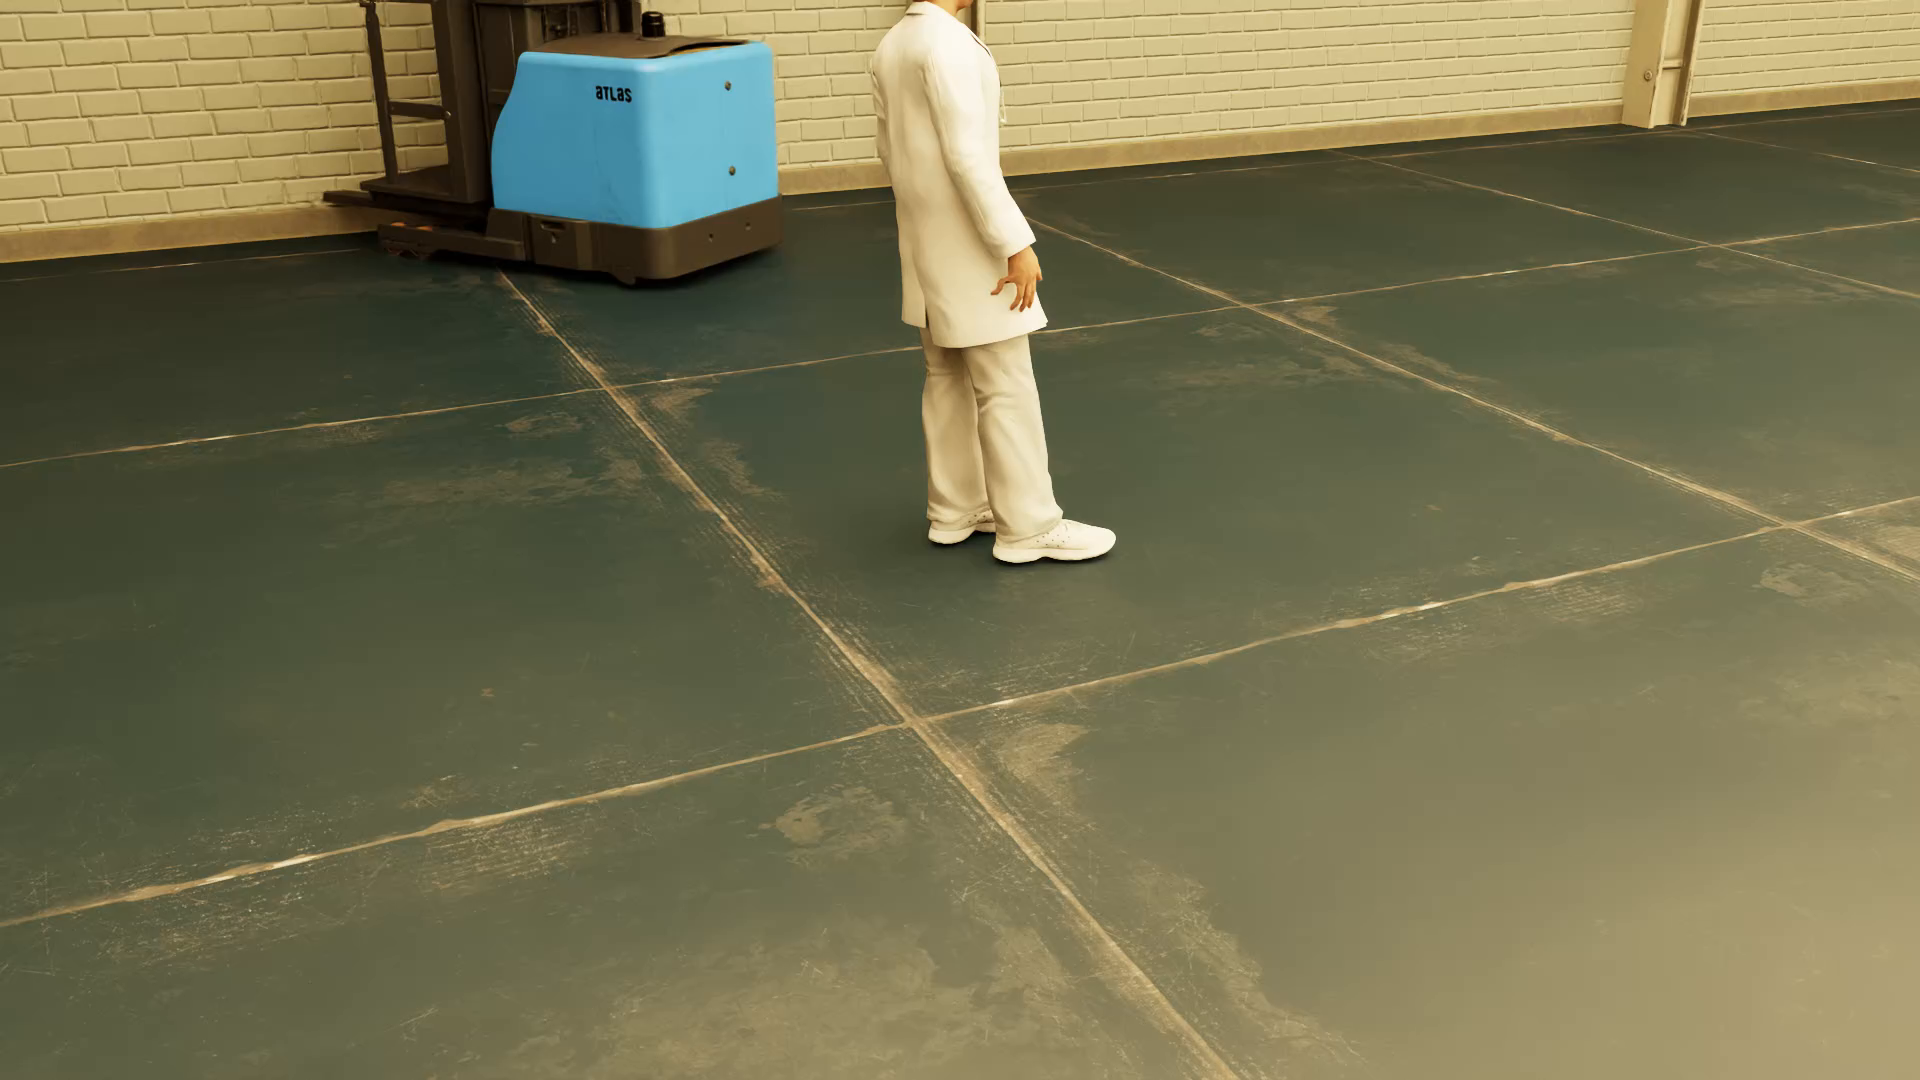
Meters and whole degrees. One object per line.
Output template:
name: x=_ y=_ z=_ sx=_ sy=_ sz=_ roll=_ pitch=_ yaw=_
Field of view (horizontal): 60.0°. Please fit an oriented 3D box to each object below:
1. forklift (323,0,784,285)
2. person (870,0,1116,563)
forklift: x=-2.452 y=-2.973 z=8.444 sx=3.031 sy=2.935 sz=1.130 roll=12 pitch=26 yaw=27
person: x=0.084 y=-0.840 z=4.794 sx=0.581 sy=1.775 sz=0.696 roll=-10 pitch=25 yaw=-23
